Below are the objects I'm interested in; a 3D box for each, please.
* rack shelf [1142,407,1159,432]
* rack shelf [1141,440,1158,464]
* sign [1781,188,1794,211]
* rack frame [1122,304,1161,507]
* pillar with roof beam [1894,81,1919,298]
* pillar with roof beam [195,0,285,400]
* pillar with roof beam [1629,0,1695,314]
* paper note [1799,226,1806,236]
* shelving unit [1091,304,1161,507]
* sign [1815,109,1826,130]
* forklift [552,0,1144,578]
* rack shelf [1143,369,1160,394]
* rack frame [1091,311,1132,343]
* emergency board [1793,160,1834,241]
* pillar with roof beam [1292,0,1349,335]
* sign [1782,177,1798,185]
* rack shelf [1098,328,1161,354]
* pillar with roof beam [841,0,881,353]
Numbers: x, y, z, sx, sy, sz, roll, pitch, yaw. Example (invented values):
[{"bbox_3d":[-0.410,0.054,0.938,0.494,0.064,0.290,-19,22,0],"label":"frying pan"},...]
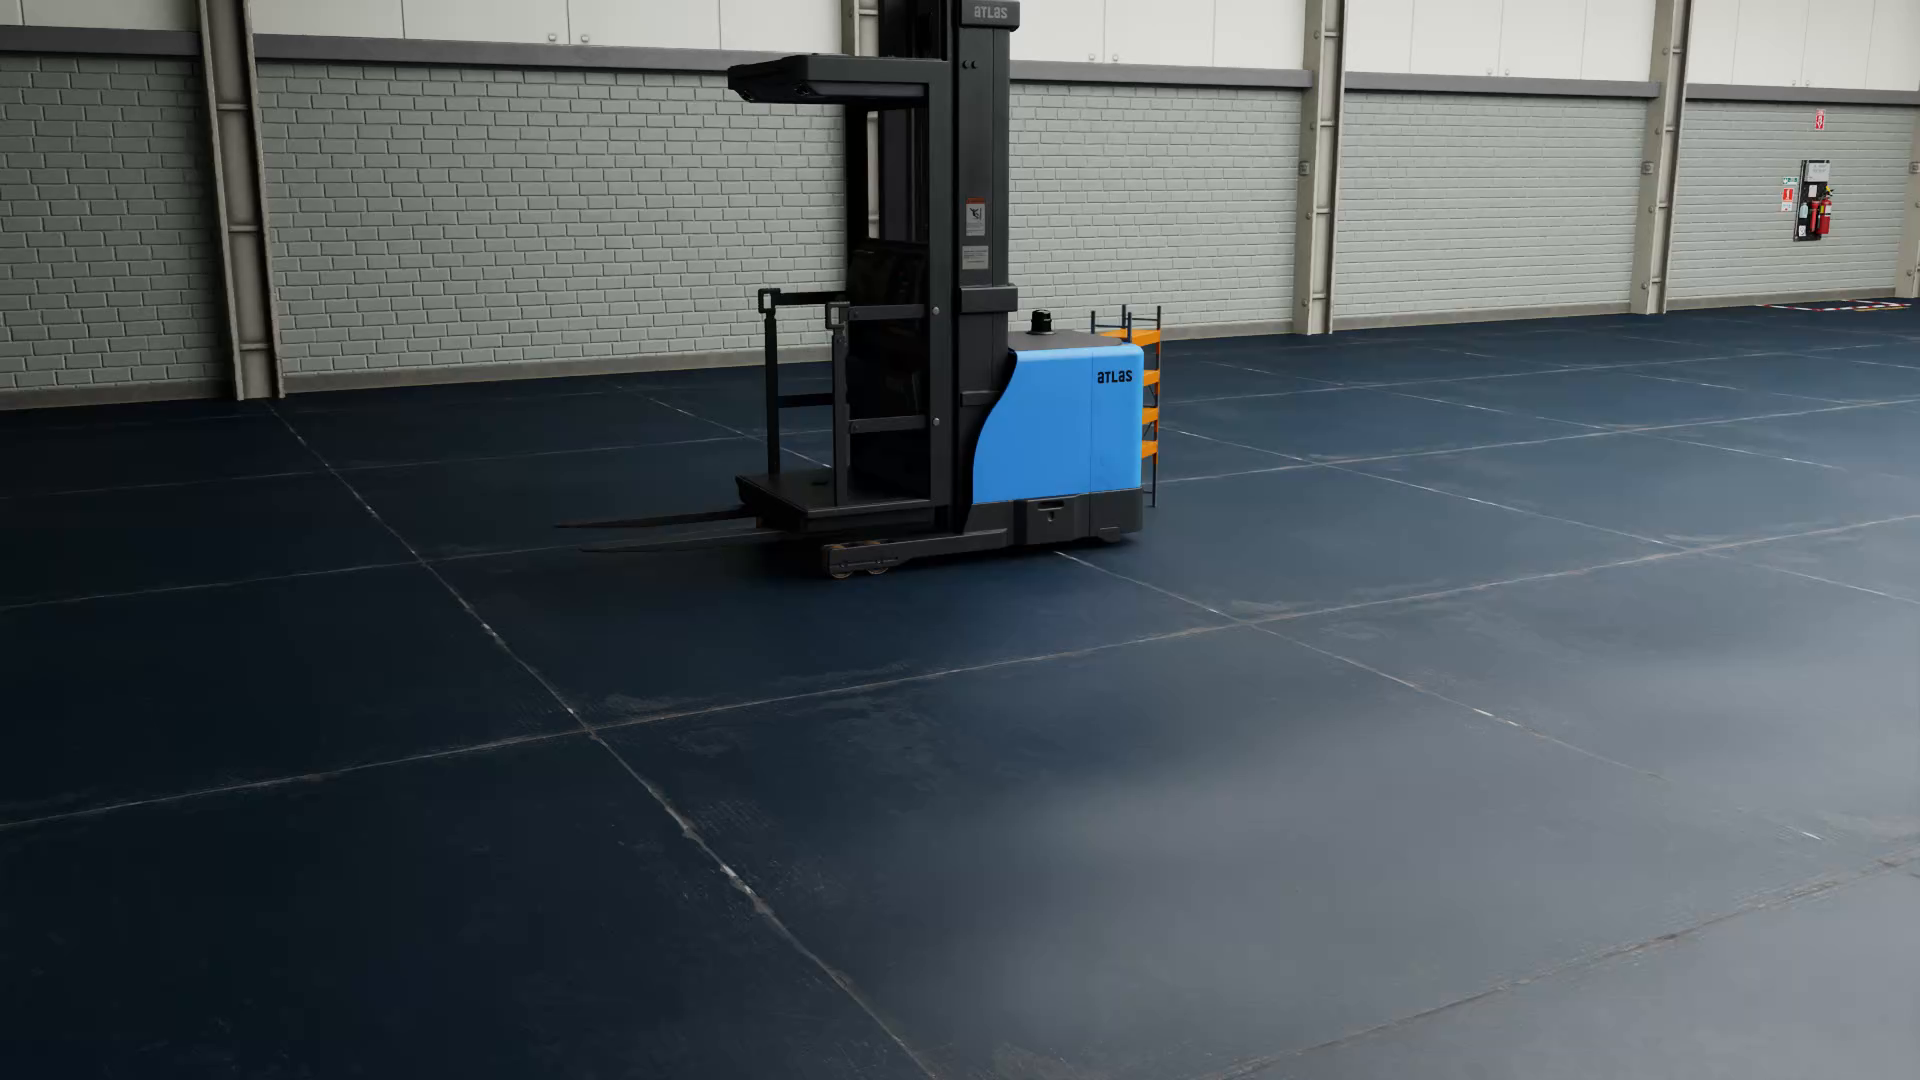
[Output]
[{"bbox_3d":[0.961,-0.683,9.719,0.258,0.148,0.480,6,14,26],"label":"rack shelf"},{"bbox_3d":[0.961,-0.490,9.763,0.258,0.148,0.480,6,14,26],"label":"rack shelf"},{"bbox_3d":[12.120,-4.987,24.357,0.234,0.329,0.001,-7,14,-28],"label":"sign"},{"bbox_3d":[1.069,-0.797,9.918,0.240,1.200,0.015,6,14,26],"label":"rack frame"},{"bbox_3d":[16.905,-7.358,21.308,0.400,9.000,9.100,-7,14,-28],"label":"pillar with roof beam"},{"bbox_3d":[-4.161,-4.833,10.089,0.400,9.000,9.100,-7,14,-28],"label":"pillar with roof beam"},{"bbox_3d":[11.638,-6.727,18.503,0.400,9.000,9.100,-7,14,-28],"label":"pillar with roof beam"},{"bbox_3d":[12.466,-4.573,24.604,0.142,0.148,0.016,-7,14,-28],"label":"paper note"},{"bbox_3d":[0.961,-0.749,9.704,0.258,1.200,0.503,6,14,26],"label":"shelving unit"},{"bbox_3d":[12.600,-6.157,24.358,0.199,0.298,0.001,-7,14,-28],"label":"sign"},{"bbox_3d":[-0.564,-1.371,8.524,3.031,2.935,1.130,-6,14,-25],"label":"forklift"},{"bbox_3d":[0.961,-0.902,9.670,0.258,0.148,0.480,6,14,26],"label":"rack shelf"},{"bbox_3d":[0.853,-0.701,9.491,0.240,1.200,0.015,6,14,26],"label":"rack frame"},{"bbox_3d":[12.655,-5.008,24.531,0.643,1.169,0.194,-7,14,-28],"label":"emergency board"},{"bbox_3d":[6.372,-6.095,15.699,0.400,9.000,9.100,-7,14,-28],"label":"pillar with roof beam"},{"bbox_3d":[12.128,-5.245,24.293,0.331,0.109,0.001,-7,14,-28],"label":"sign"},{"bbox_3d":[0.961,-1.132,9.618,0.258,0.148,0.480,6,14,26],"label":"rack shelf"},{"bbox_3d":[1.106,-5.464,12.894,0.400,9.000,9.100,-7,14,-28],"label":"pillar with roof beam"}]
